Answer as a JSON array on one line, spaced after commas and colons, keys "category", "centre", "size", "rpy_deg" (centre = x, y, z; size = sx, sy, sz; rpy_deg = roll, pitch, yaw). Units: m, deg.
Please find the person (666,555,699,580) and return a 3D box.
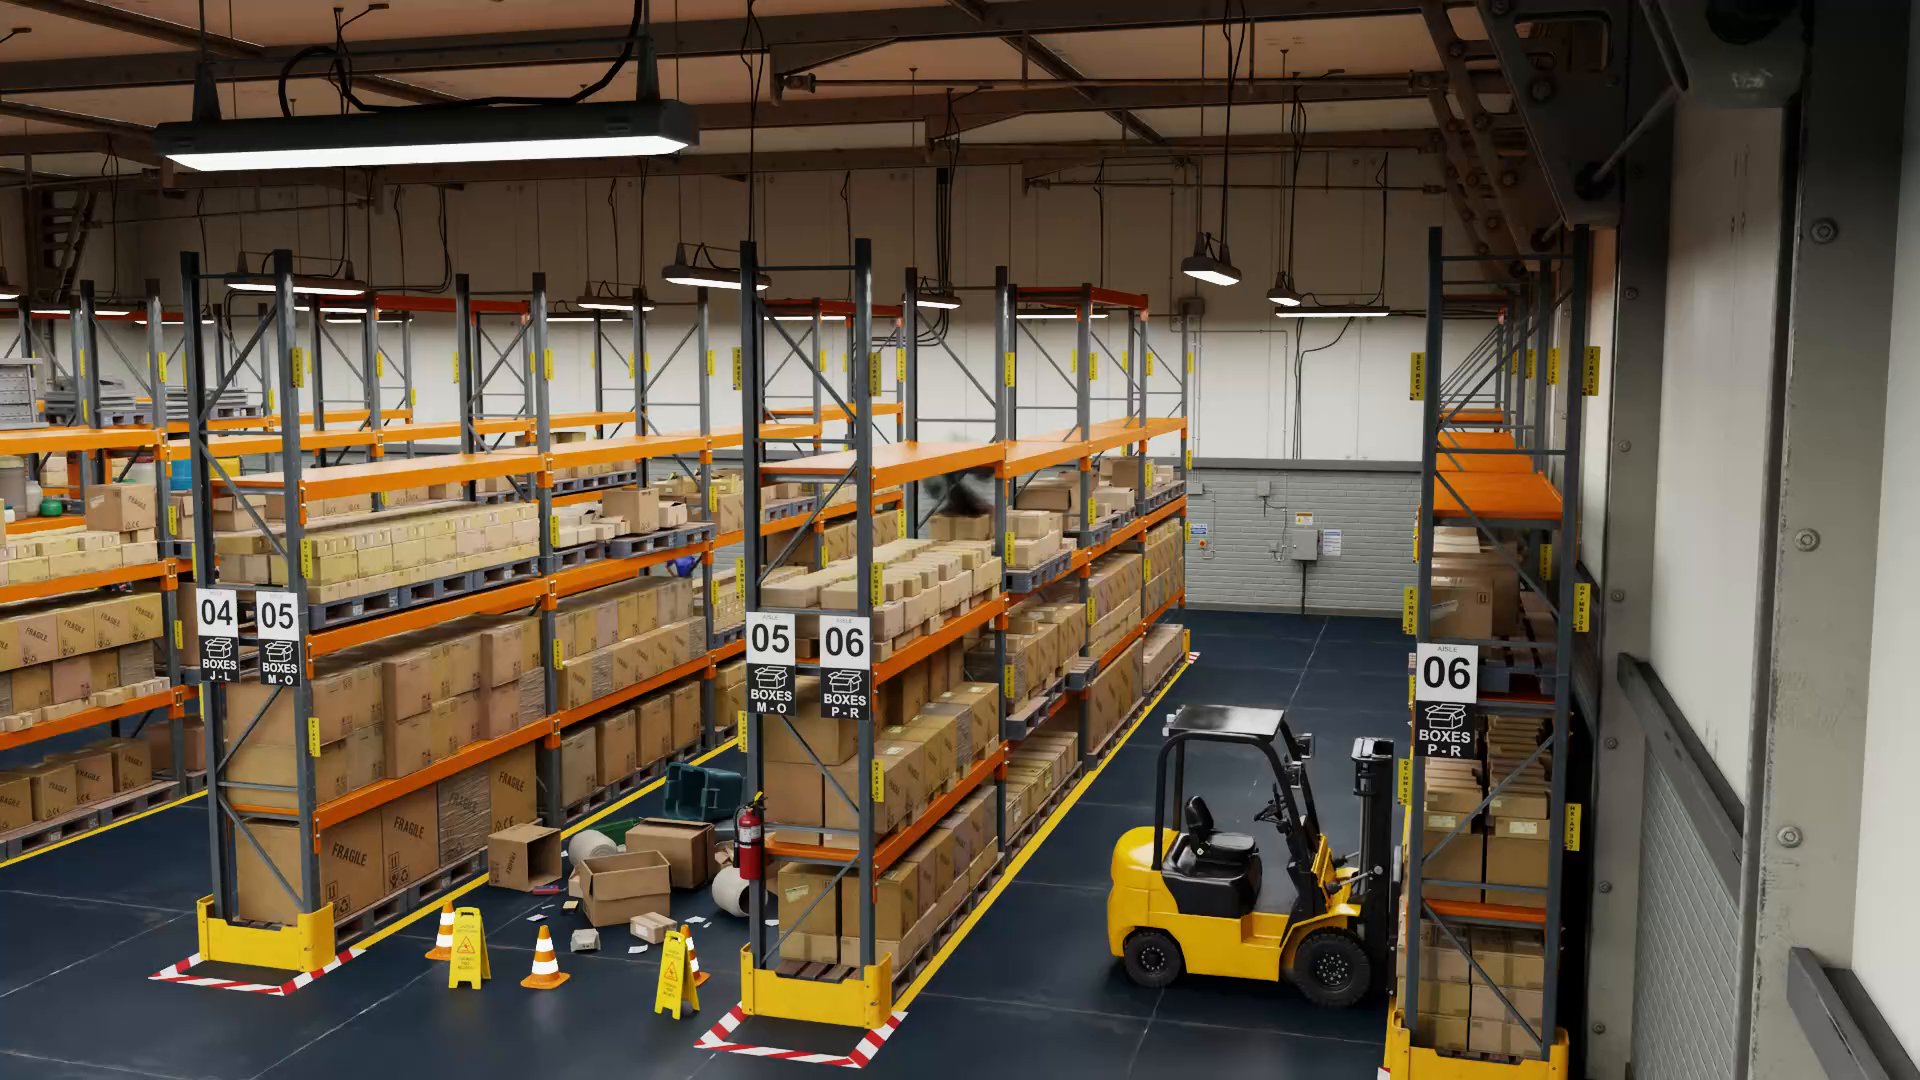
[{"category": "person", "centre": [-5.208, 0.838, 31.384], "size": [0.589, 1.683, 0.815], "rpy_deg": [-4, 8, -35]}]
